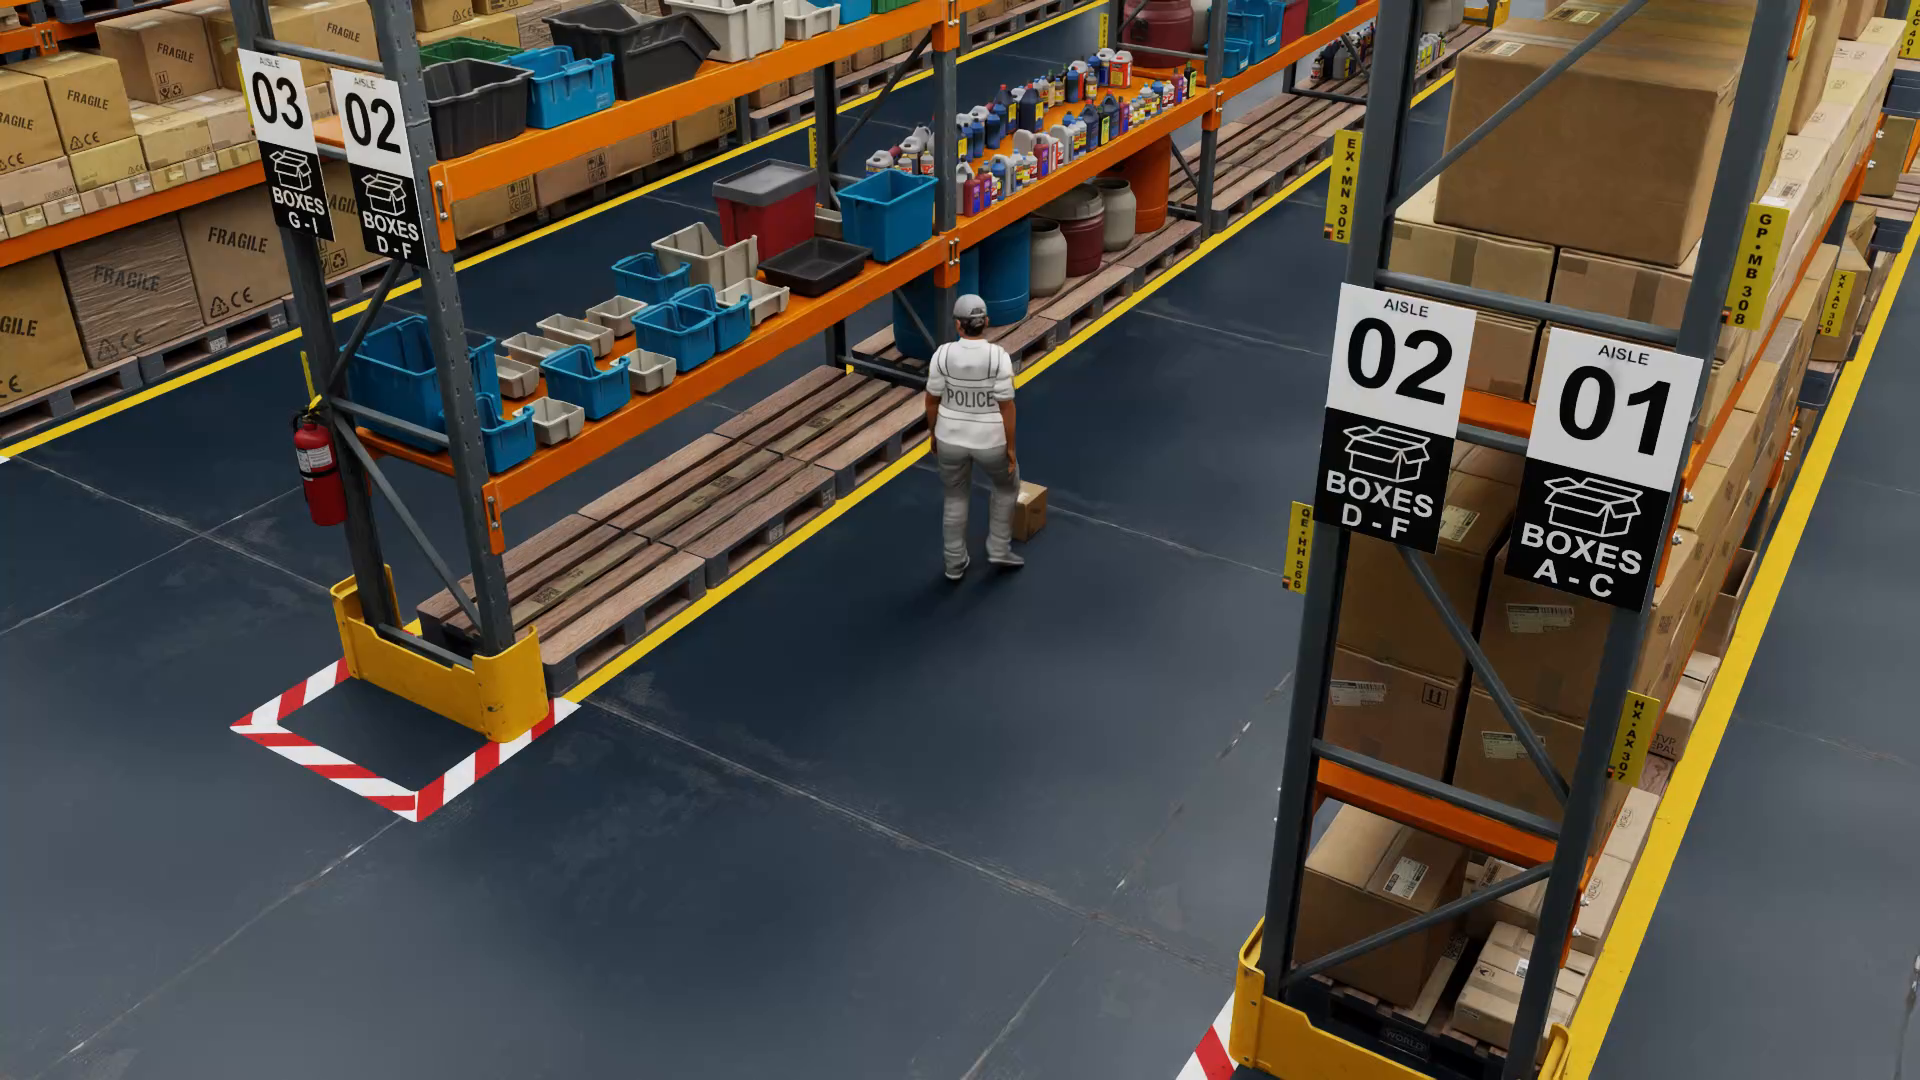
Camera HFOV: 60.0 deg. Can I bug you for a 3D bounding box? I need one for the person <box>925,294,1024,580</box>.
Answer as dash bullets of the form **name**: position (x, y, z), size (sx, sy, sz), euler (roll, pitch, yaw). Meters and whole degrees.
- **person**: position (0.083, -0.523, 9.086), size (0.529, 1.714, 0.423), euler (6, 31, 9)
